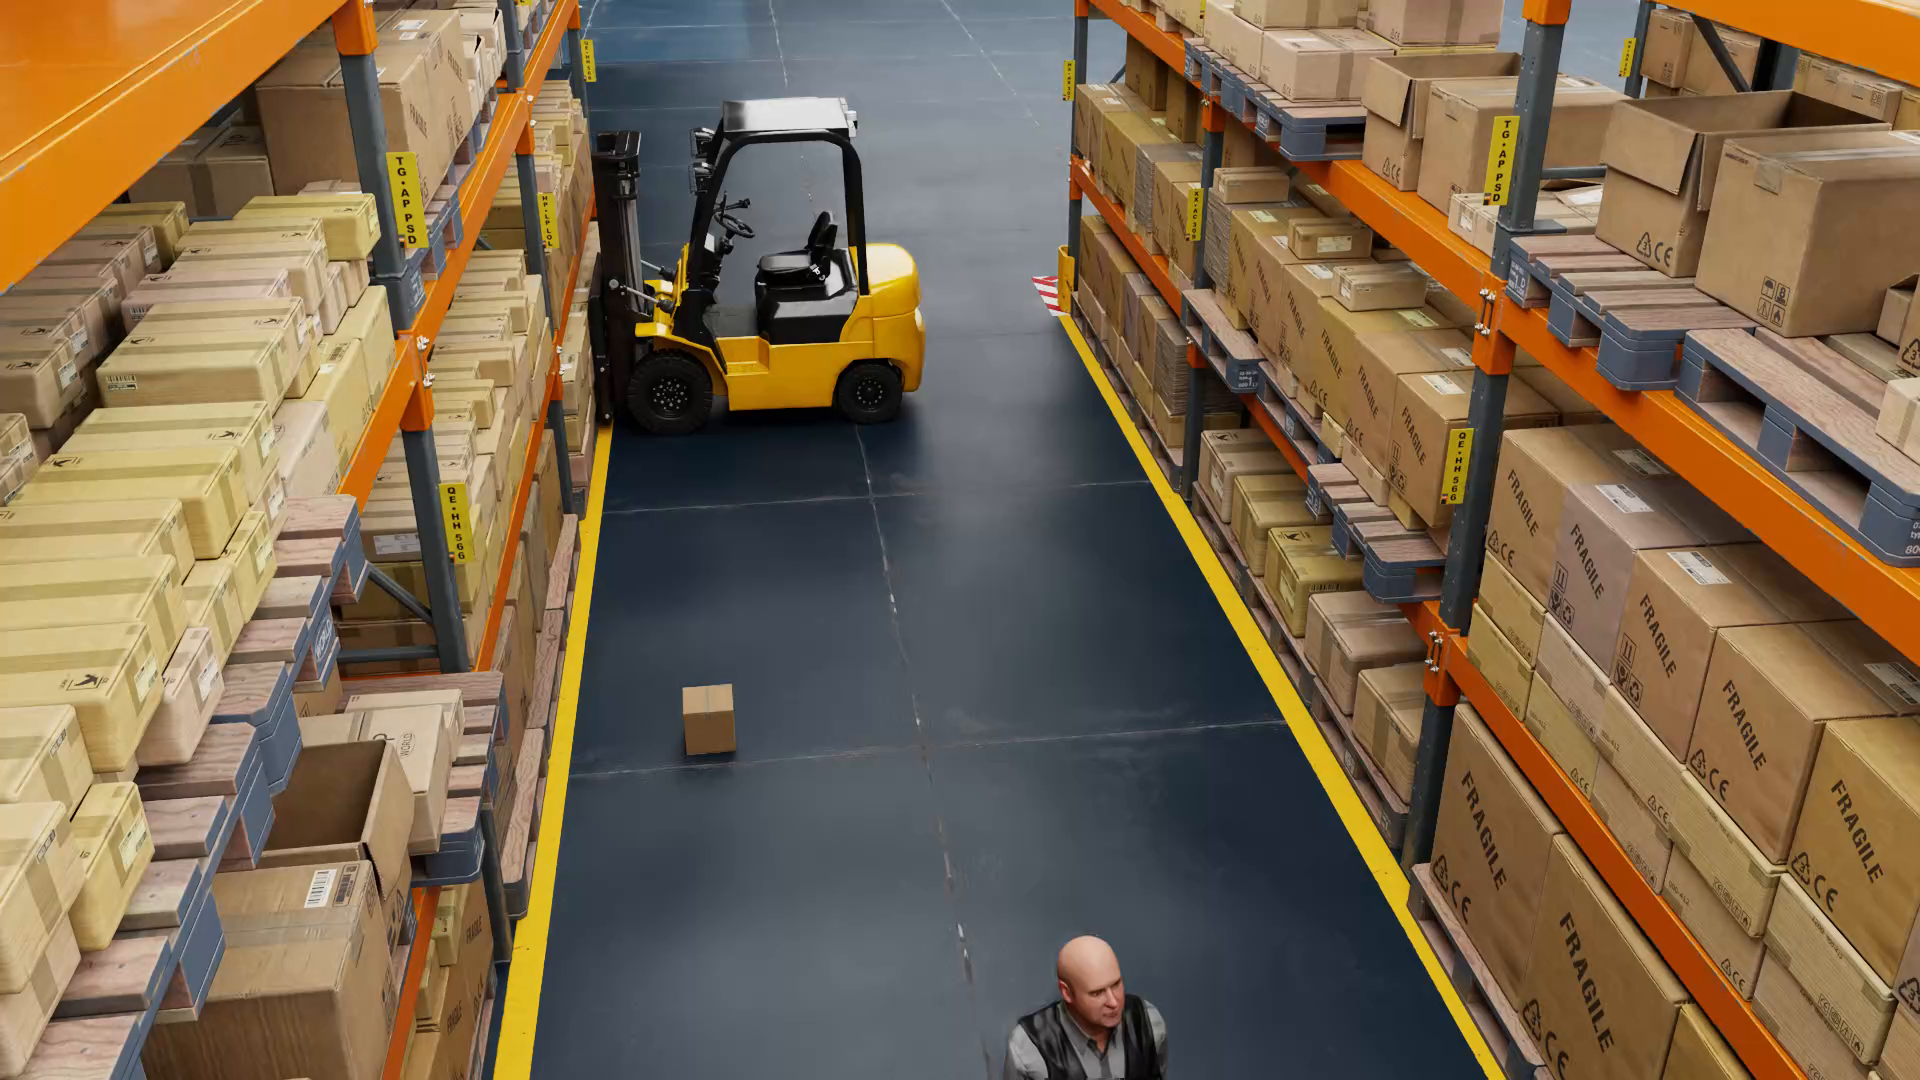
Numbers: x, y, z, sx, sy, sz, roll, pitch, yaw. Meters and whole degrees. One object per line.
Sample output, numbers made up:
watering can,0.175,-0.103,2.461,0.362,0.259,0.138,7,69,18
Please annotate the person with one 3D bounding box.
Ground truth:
person,0.369,1.918,4.952,0.525,1.614,0.861,-7,28,-13
